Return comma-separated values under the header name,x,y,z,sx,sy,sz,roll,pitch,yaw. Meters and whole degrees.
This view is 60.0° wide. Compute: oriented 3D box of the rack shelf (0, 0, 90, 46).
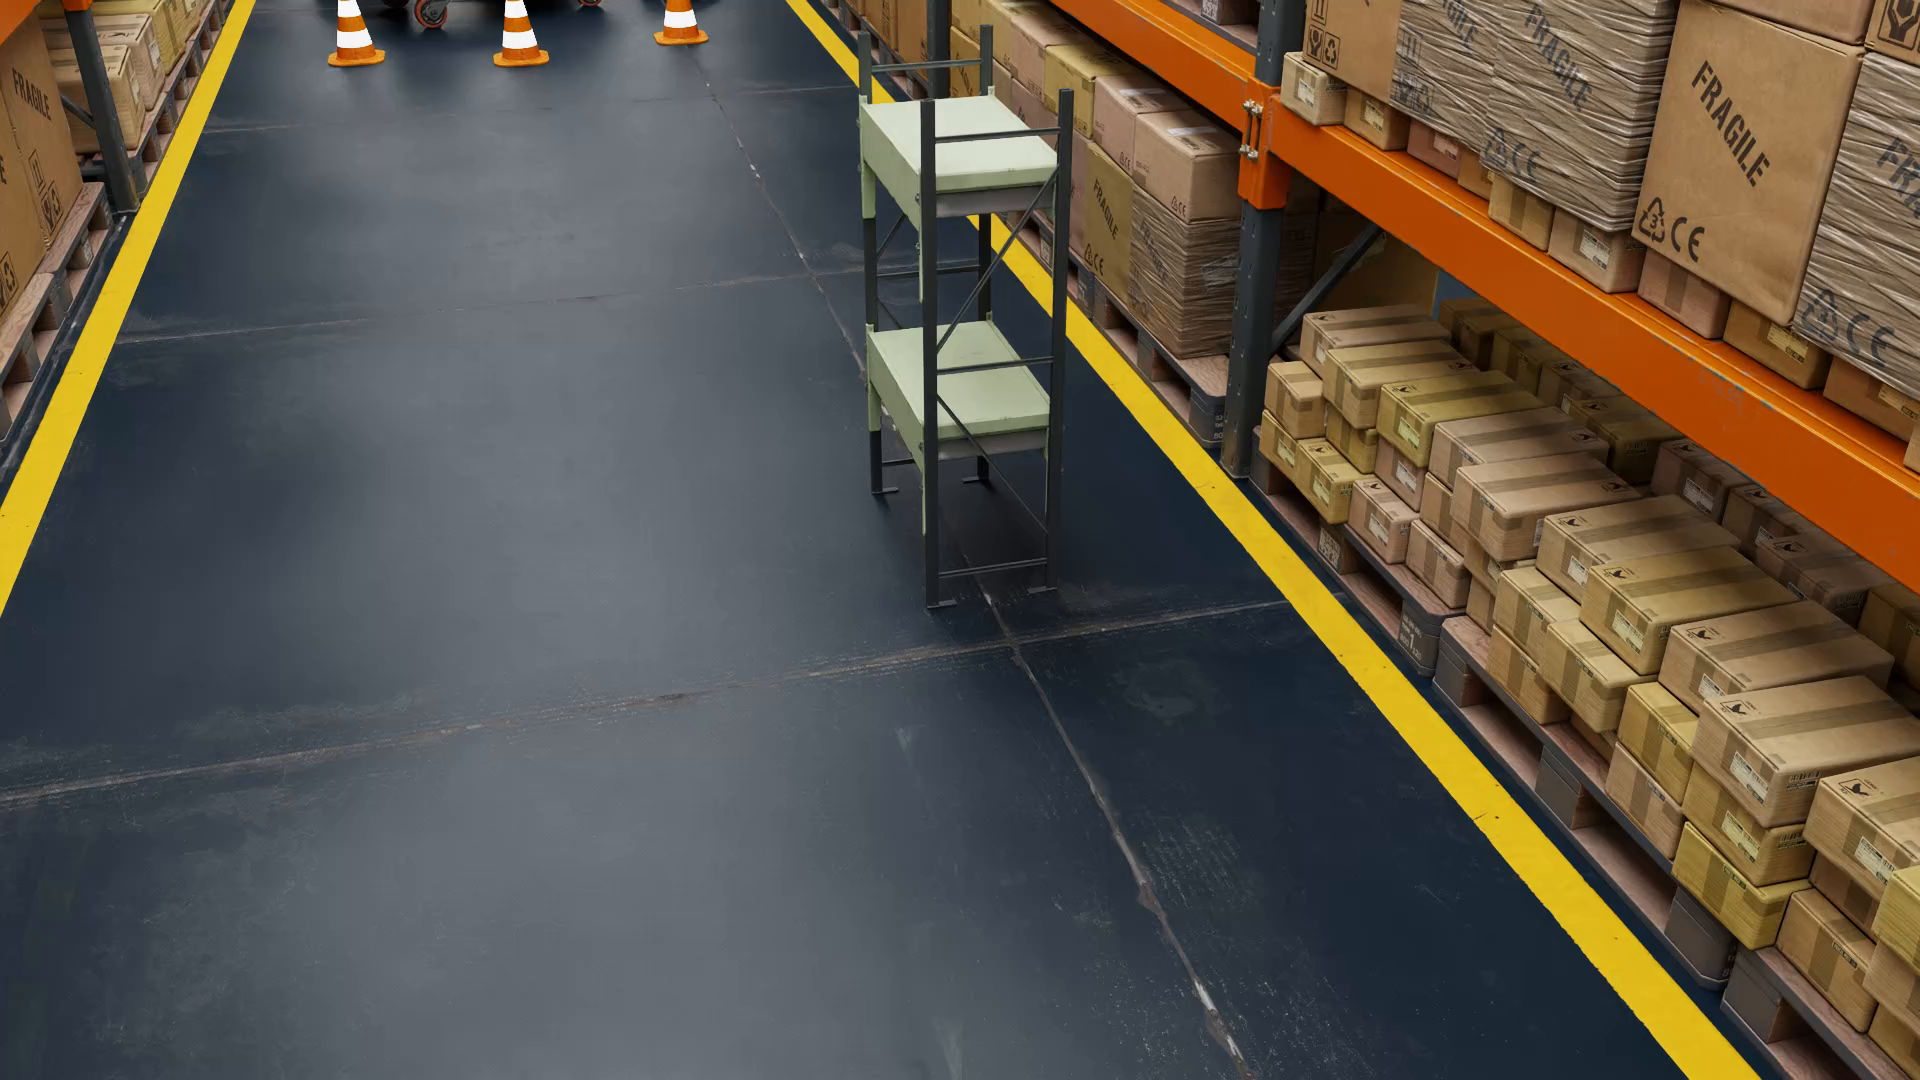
name,x,y,z,sx,sy,sz,roll,pitch,yaw
rack shelf,-3.892,-1.537,5.628,1.077,0.370,4.000,-8,31,-13

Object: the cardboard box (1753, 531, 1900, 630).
name,x,y,z,sx,sy,sz,roll,pitch,yaw
cardboard box,2.108,0.098,3.920,0.380,0.149,0.250,-8,31,-13

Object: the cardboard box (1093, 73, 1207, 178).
name,x,y,z,sx,sy,sz,roll,pitch,yaw
cardboard box,0.820,-1.590,6.329,0.500,0.250,0.500,-6,31,-11

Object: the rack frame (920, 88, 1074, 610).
name,x,y,z,sx,sy,sz,roll,pitch,yaw
rack frame,0.095,-0.476,4.574,0.400,1.500,0.023,-8,31,-13

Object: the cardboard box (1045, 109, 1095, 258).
name,x,y,z,sx,sy,sz,roll,pitch,yaw
cardboard box,0.678,-1.509,6.939,0.500,0.500,0.500,-9,31,-14

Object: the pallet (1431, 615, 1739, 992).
name,x,y,z,sx,sy,sz,roll,pitch,yaw
pallet,1.925,0.528,4.127,1.003,0.211,1.213,-8,31,-13

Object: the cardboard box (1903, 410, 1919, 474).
name,x,y,z,sx,sy,sz,roll,pitch,yaw
cardboard box,1.845,-0.164,2.789,0.380,0.149,0.250,-9,31,-15

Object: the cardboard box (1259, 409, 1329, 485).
name,x,y,z,sx,sy,sz,roll,pitch,yaw
cardboard box,1.172,-0.318,5.232,0.380,0.149,0.250,-9,31,-15

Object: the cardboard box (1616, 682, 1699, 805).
name,x,y,z,sx,sy,sz,roll,pitch,yaw
cardboard box,1.692,0.424,3.653,0.380,0.149,0.250,-6,31,-11

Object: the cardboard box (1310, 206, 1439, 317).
name,x,y,z,sx,sy,sz,roll,pitch,yaw
cardboard box,1.444,-1.081,6.199,0.500,0.500,0.500,-7,31,-11

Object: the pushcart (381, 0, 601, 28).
name,x,y,z,sx,sy,sz,roll,pitch,yaw
pushcart,-3.299,-3.938,11.677,1.648,0.377,0.936,-20,35,-30

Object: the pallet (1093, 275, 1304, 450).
name,x,y,z,sx,sy,sz,roll,pitch,yaw
pallet,1.177,-0.758,6.349,1.003,0.211,1.213,-8,31,-13

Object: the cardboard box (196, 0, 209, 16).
name,x,y,z,sx,sy,sz,roll,pitch,yaw
cardboard box,-5.343,-3.537,10.571,0.950,0.372,0.625,-7,31,-13

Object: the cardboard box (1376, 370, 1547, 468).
name,x,y,z,sx,sy,sz,roll,pitch,yaw
cardboard box,1.407,-0.344,4.683,0.380,0.149,0.250,-8,31,-14

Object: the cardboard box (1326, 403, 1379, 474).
name,x,y,z,sx,sy,sz,roll,pitch,yaw
cardboard box,1.326,-0.338,4.969,0.380,0.149,0.250,-8,31,-13

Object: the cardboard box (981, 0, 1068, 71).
name,x,y,z,sx,sy,sz,roll,pitch,yaw
cardboard box,0.407,-2.335,7.618,0.500,0.250,0.500,-8,31,-14

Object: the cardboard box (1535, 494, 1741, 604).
name,x,y,z,sx,sy,sz,roll,pitch,yaw
cardboard box,1.639,0.033,4.031,0.380,0.149,0.250,-9,31,-15

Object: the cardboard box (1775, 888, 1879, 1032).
name,x,y,z,sx,sy,sz,roll,pitch,yaw
cardboard box,1.875,0.801,3.298,0.380,0.149,0.250,-8,31,-13

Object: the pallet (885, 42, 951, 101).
name,x,y,z,sx,sy,sz,roll,pitch,yaw
pallet,0.186,-2.705,9.712,1.003,0.211,1.213,-8,31,-13

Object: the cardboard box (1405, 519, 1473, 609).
name,x,y,z,sx,sy,sz,roll,pitch,yaw
cardboard box,1.474,0.039,4.614,0.380,0.149,0.250,-8,31,-14

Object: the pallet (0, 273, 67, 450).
name,x,y,z,sx,sy,sz,roll,pitch,yaw
pallet,-3.966,-0.628,6.124,1.003,0.211,1.213,-8,31,-13

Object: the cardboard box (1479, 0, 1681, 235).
name,x,y,z,sx,sy,sz,roll,pitch,yaw
cardboard box,1.510,-1.002,3.590,0.500,0.500,0.500,-9,31,-14

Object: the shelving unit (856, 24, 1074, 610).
name,x,y,z,sx,sy,sz,roll,pitch,yaw
shelving unit,-0.002,-0.652,4.880,0.431,1.500,0.755,-8,31,-13

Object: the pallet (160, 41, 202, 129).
name,x,y,z,sx,sy,sz,roll,pitch,yaw
pallet,-4.949,-2.573,9.484,1.003,0.211,1.213,-8,31,-13

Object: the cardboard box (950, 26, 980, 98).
name,x,y,z,sx,sy,sz,roll,pitch,yaw
cardboard box,0.265,-2.245,8.211,0.500,0.500,0.500,-9,31,-15

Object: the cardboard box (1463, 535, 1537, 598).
name,x,y,z,sx,sy,sz,roll,pitch,yaw
cardboard box,1.545,0.042,4.313,0.380,0.149,0.250,-6,31,-11

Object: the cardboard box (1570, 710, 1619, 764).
name,x,y,z,sx,sy,sz,roll,pitch,yaw
cardboard box,1.699,0.420,3.957,0.380,0.149,0.250,-7,31,-12

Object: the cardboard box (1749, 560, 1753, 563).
name,x,y,z,sx,sy,sz,roll,pitch,yaw
cardboard box,2.057,0.087,4.235,0.380,0.149,0.250,-9,31,-16

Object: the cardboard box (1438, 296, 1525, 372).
name,x,y,z,sx,sy,sz,roll,pitch,yaw
cardboard box,1.730,-0.657,5.224,0.380,0.149,0.250,-7,31,-12

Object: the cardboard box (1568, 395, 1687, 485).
name,x,y,z,sx,sy,sz,roll,pitch,yaw
cardboard box,1.903,-0.284,4.579,0.380,0.149,0.250,-7,31,-12

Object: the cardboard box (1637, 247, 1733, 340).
name,x,y,z,sx,sy,sz,roll,pitch,yaw
cardboard box,1.657,-0.547,3.451,0.380,0.149,0.250,-7,31,-11

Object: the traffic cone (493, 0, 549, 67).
name,x,y,z,sx,sy,sz,roll,pitch,yaw
traffic cone,-2.764,-3.228,10.365,0.336,0.463,0.334,-8,31,-13

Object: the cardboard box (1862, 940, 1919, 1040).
name,x,y,z,sx,sy,sz,roll,pitch,yaw
cardboard box,1.892,0.799,3.006,0.380,0.149,0.250,-9,31,-15

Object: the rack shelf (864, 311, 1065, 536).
name,x,y,z,sx,sy,sz,roll,pitch,yaw
rack shelf,-0.002,-0.370,5.043,0.431,0.370,0.720,-8,31,-13

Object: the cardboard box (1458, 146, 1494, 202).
name,x,y,z,sx,sy,sz,roll,pitch,yaw
cardboard box,1.473,-0.931,4.115,0.380,0.149,0.250,-9,31,-15

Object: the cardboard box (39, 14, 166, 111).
name,x,y,z,sx,sy,sz,roll,pitch,yaw
cardboard box,-4.767,-2.488,8.758,0.950,0.372,0.625,-8,31,-14

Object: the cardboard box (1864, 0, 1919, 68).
name,x,y,z,sx,sy,sz,roll,pitch,yaw
cardboard box,1.804,-0.944,2.492,0.500,0.500,0.500,-6,31,-11

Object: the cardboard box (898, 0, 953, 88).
name,x,y,z,sx,sy,sz,roll,pitch,yaw
cardboard box,0.248,-3.035,9.326,1.050,0.750,0.750,-8,31,-14

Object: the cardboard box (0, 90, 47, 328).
name,x,y,z,sx,sy,sz,roll,pitch,yaw
cardboard box,-4.087,-1.300,6.204,0.875,0.875,0.875,-7,31,-13

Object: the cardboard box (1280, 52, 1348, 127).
name,x,y,z,sx,sy,sz,roll,pitch,yaw
cardboard box,1.144,-1.300,4.752,0.380,0.149,0.250,-7,31,-11

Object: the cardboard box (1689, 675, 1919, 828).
name,x,y,z,sx,sy,sz,roll,pitch,yaw
cardboard box,1.726,0.423,3.358,0.380,0.149,0.250,-7,31,-11

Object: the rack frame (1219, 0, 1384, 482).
name,x,y,z,sx,sy,sz,roll,pitch,yaw
rack frame,1.385,-1.589,5.001,1.000,3.000,0.127,-8,31,-13
